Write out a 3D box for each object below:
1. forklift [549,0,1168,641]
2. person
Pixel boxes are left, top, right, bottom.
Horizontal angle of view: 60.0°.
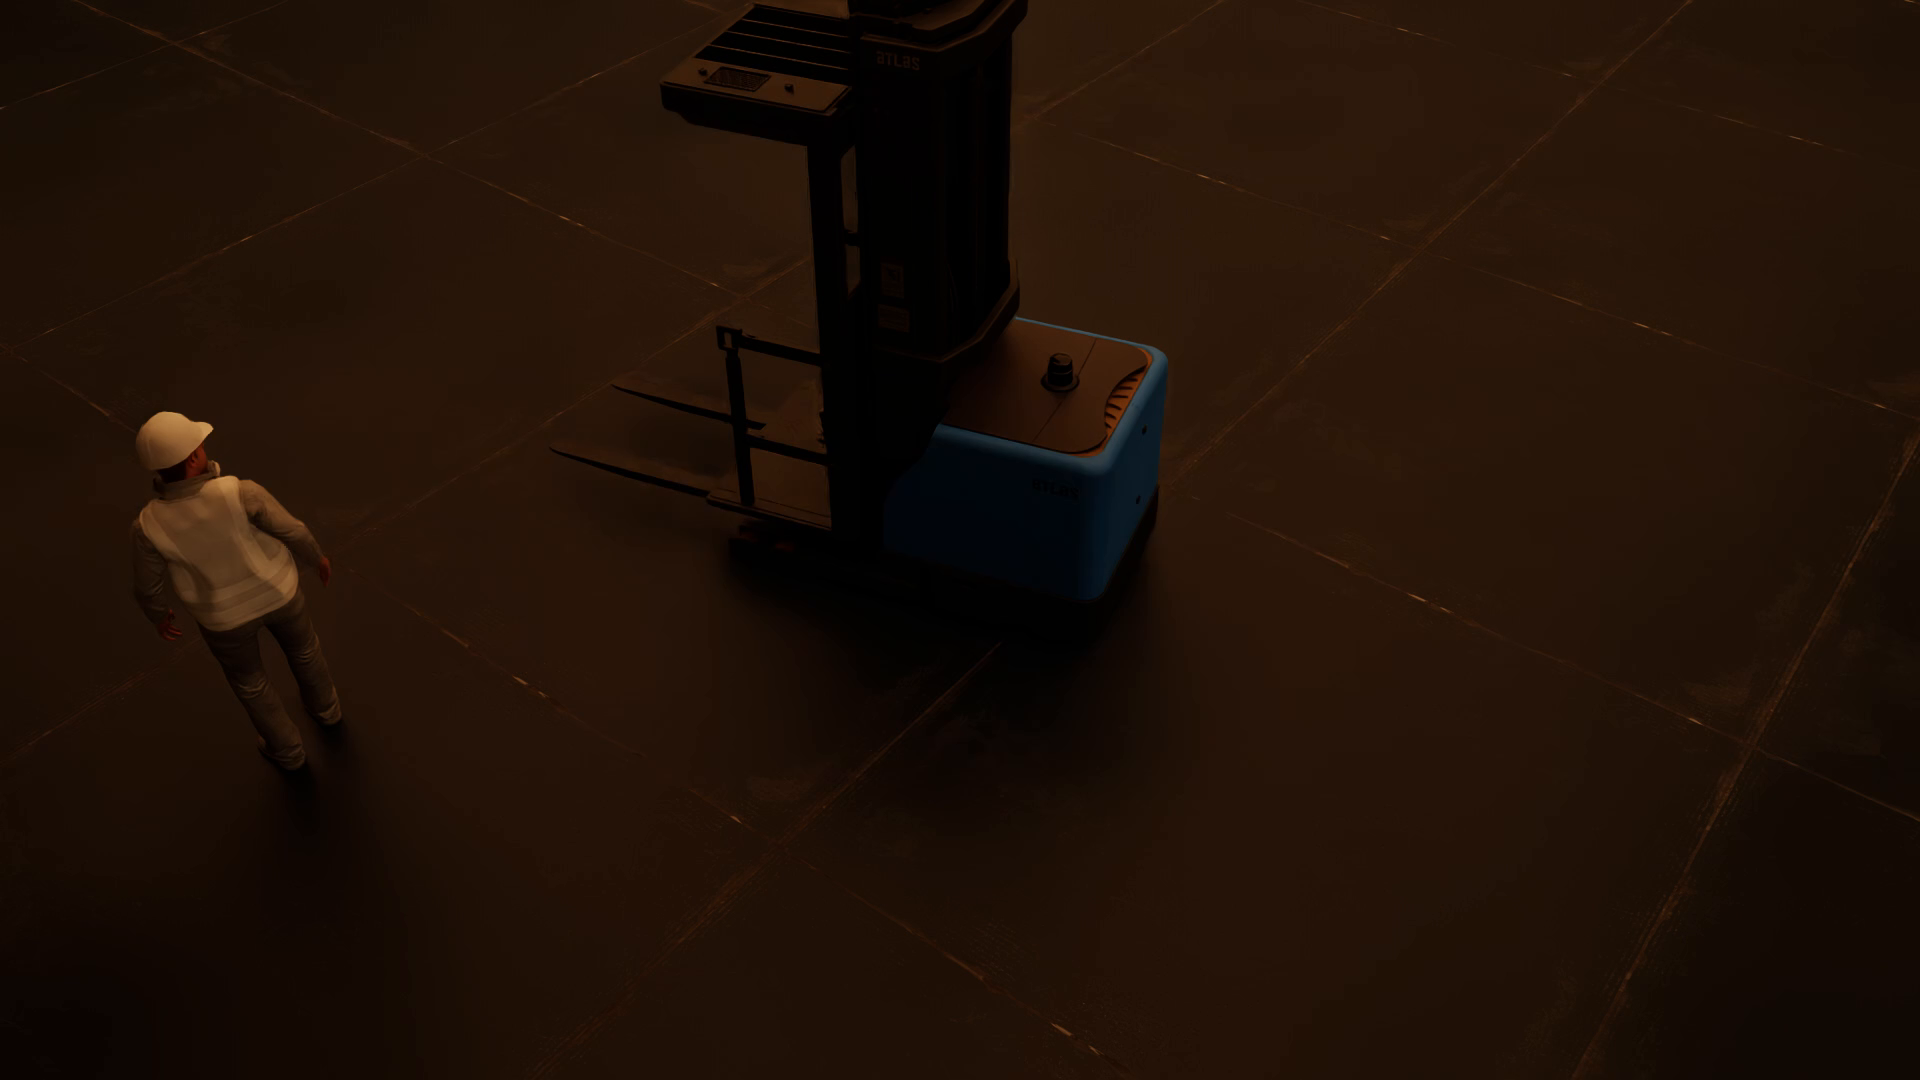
[{"bbox_3d":[-0.588,-1.256,7.547,3.031,2.935,1.130,15,43,17],"label":"forklift"},{"bbox_3d":[-2.939,0.189,6.754,0.724,1.762,0.493,-24,46,-26],"label":"person"}]
